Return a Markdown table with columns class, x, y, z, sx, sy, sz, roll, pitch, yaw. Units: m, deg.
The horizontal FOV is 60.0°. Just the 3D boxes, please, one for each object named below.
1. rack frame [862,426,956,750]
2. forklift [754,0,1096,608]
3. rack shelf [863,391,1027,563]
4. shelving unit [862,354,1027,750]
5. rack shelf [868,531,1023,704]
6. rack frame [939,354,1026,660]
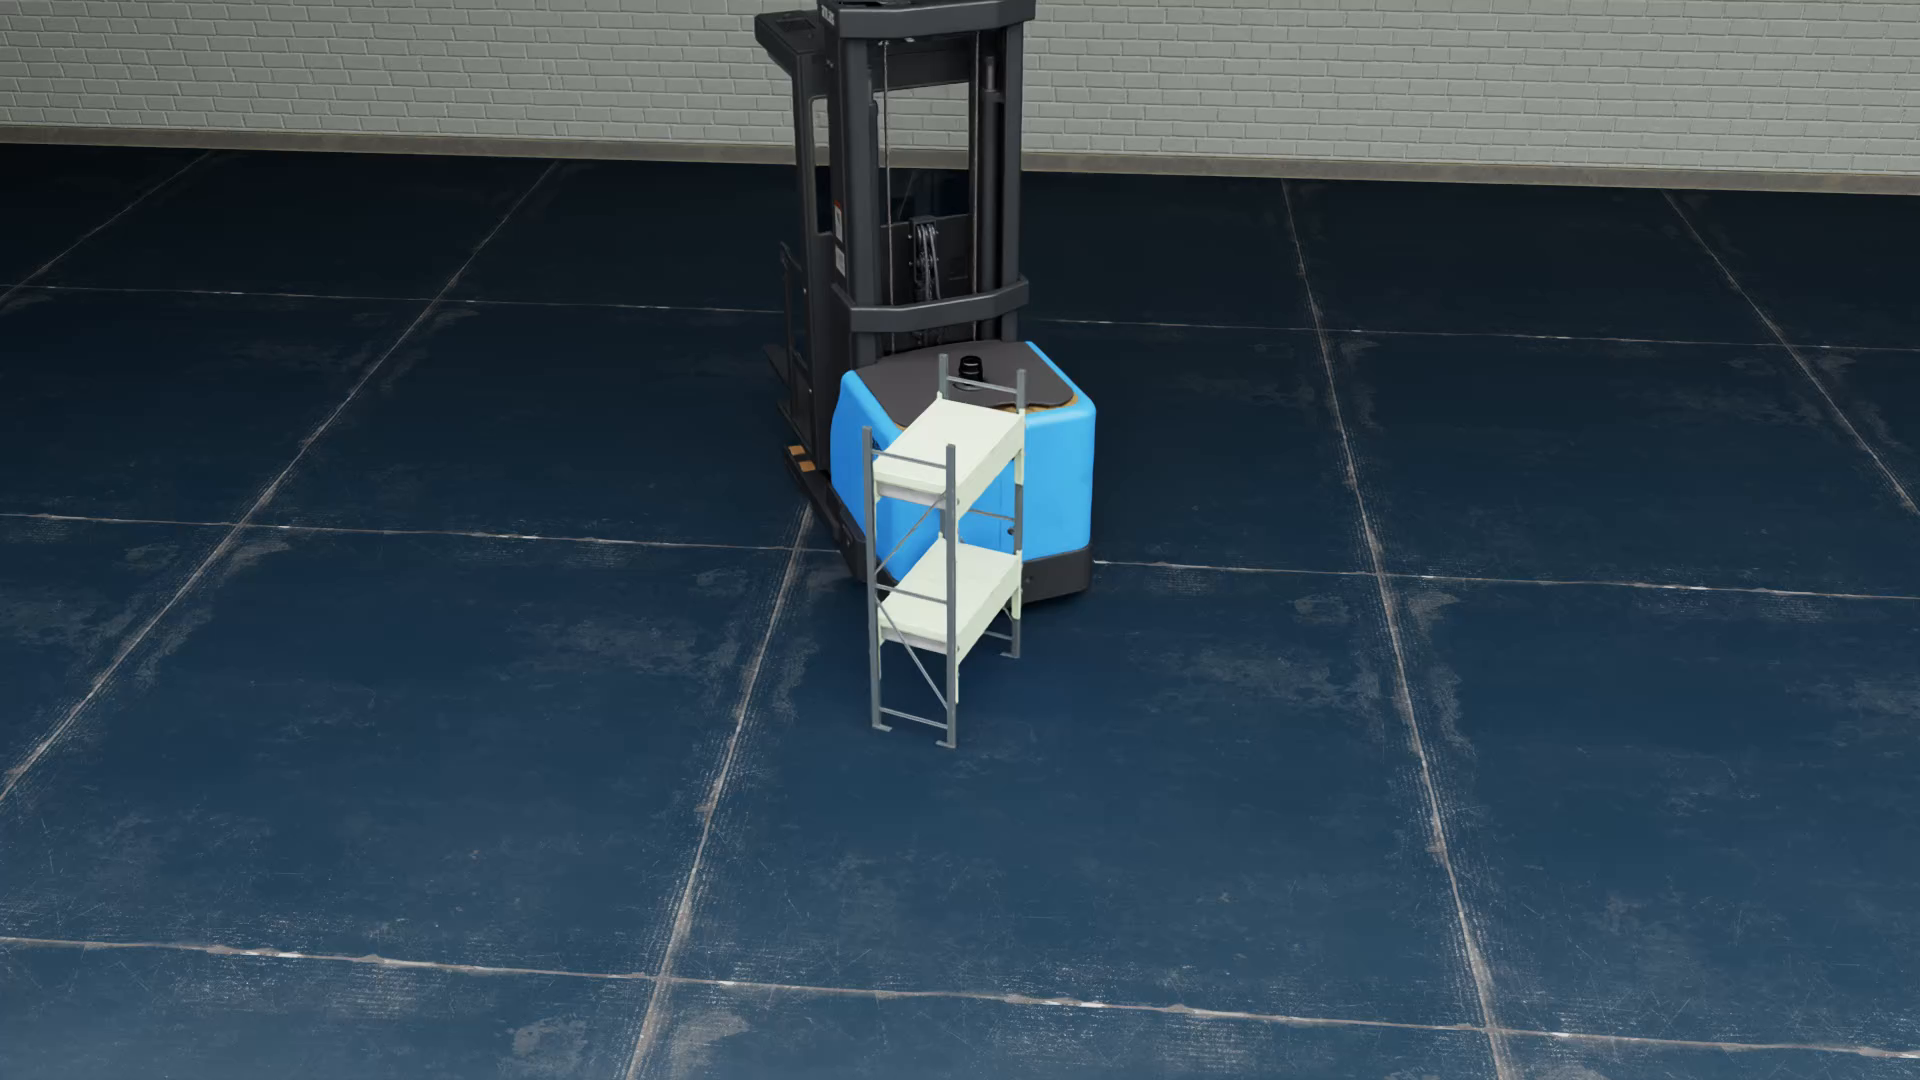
| class | x | y | z | sx | sy | sz | roll | pitch | yaw |
| --- | --- | --- | --- | --- | --- | --- | --- | --- | --- |
| rack frame | -0.203 | 0.230 | 6.948 | 0.400 | 1.500 | 0.023 | 13 | 34 | 20 |
| forklift | -0.355 | -1.592 | 8.540 | 1.130 | 2.935 | 3.031 | -12 | 33 | -18 |
| rack shelf | -0.054 | -0.278 | 7.028 | 0.431 | 0.370 | 0.720 | 13 | 34 | 20 |
| shelving unit | -0.054 | 0.054 | 7.232 | 0.431 | 1.500 | 0.755 | 13 | 34 | 20 |
| rack shelf | -0.054 | 0.332 | 7.403 | 0.431 | 0.370 | 0.720 | 13 | 34 | 20 |
| rack frame | 0.095 | -0.121 | 7.517 | 0.400 | 1.500 | 0.023 | 13 | 34 | 20 |
